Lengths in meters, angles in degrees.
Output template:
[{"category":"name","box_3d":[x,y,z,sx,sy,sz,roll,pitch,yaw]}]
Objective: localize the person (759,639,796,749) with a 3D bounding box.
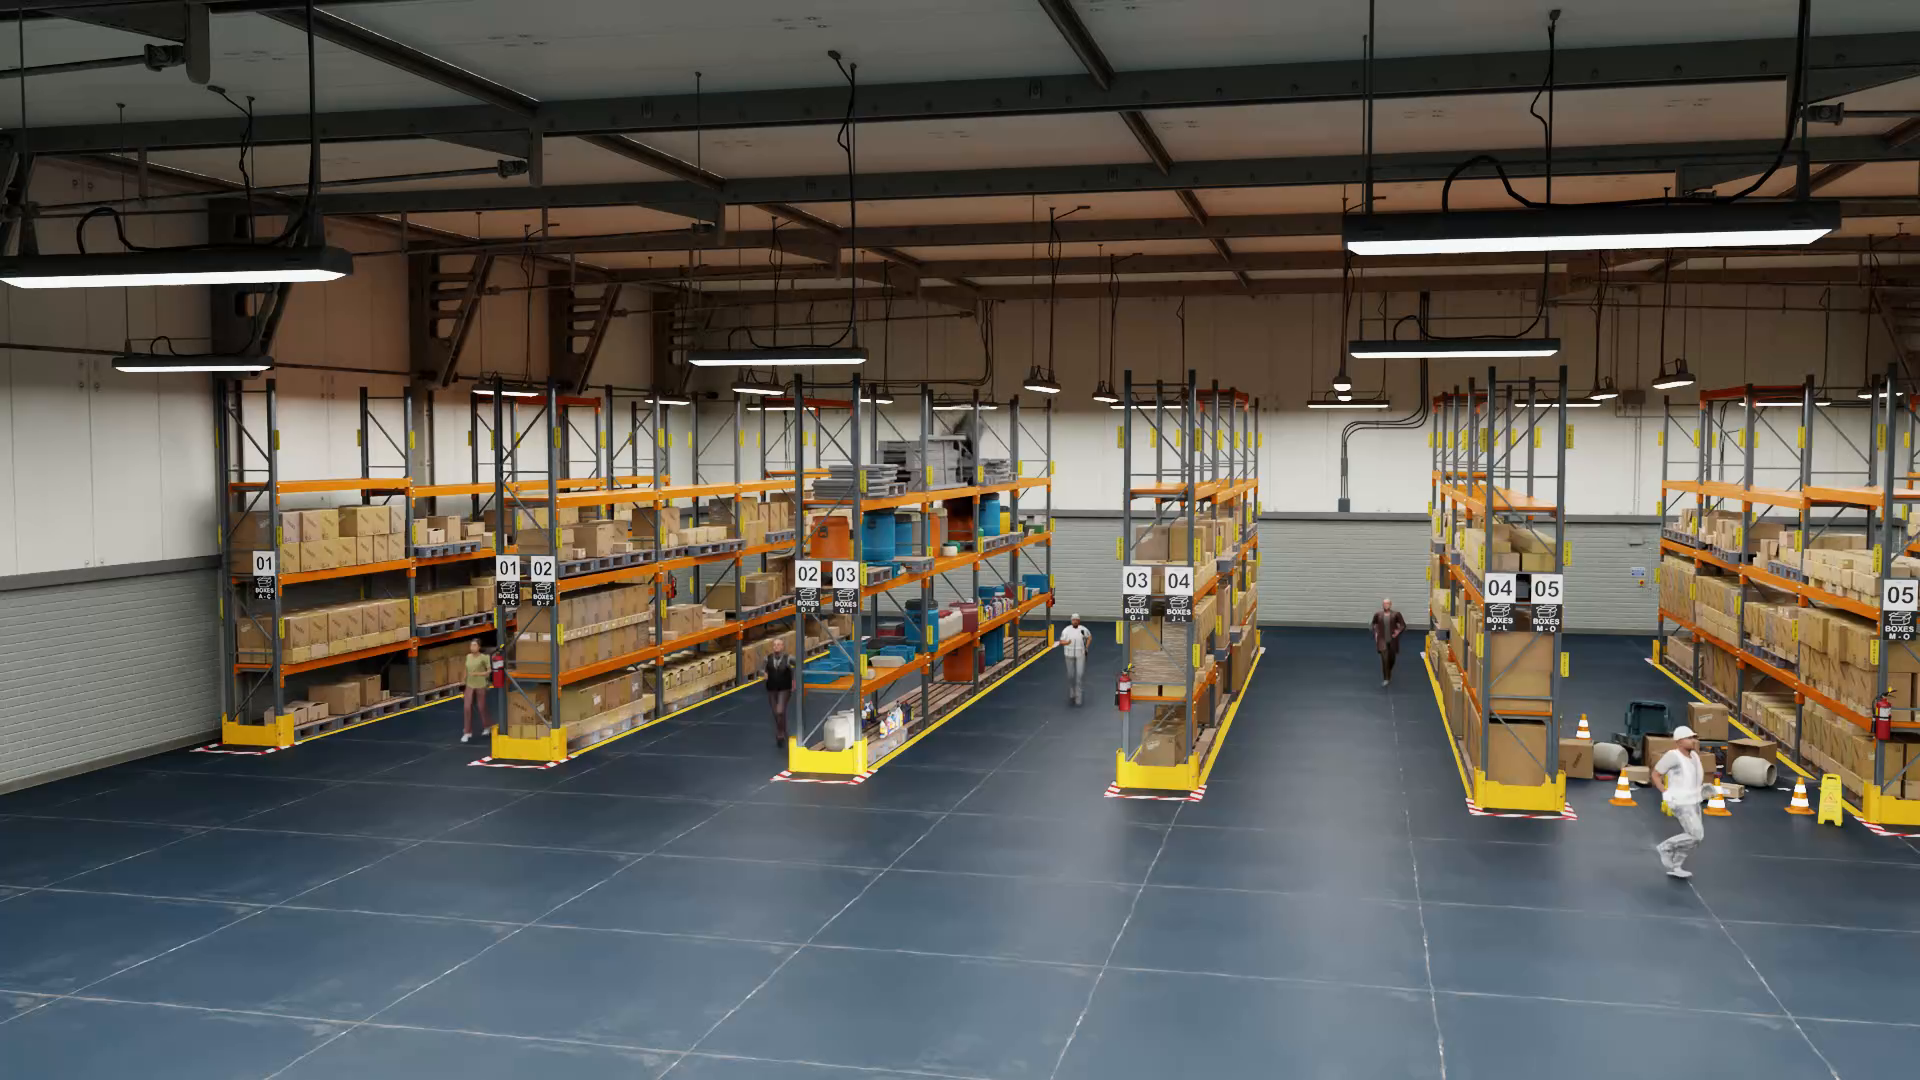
[{"category":"person","box_3d":[-2.987,2.513,27.334,0.637,1.783,0.779,1,4,14]}]

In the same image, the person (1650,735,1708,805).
[{"category":"person","box_3d":[8.285,2.598,18.898,0.678,0.874,0.574,-3,4,-37]}]

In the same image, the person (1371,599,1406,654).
[{"category":"person","box_3d":[8.764,1.775,34.042,0.705,1.139,0.505,1,4,17]}]

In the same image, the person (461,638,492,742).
[{"category":"person","box_3d":[-8.068,2.476,27.782,0.578,1.680,0.882,0,3,8]}]

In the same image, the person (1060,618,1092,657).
[{"category":"person","box_3d":[2.197,1.825,31.724,0.596,0.781,0.601,1,3,9]}]
